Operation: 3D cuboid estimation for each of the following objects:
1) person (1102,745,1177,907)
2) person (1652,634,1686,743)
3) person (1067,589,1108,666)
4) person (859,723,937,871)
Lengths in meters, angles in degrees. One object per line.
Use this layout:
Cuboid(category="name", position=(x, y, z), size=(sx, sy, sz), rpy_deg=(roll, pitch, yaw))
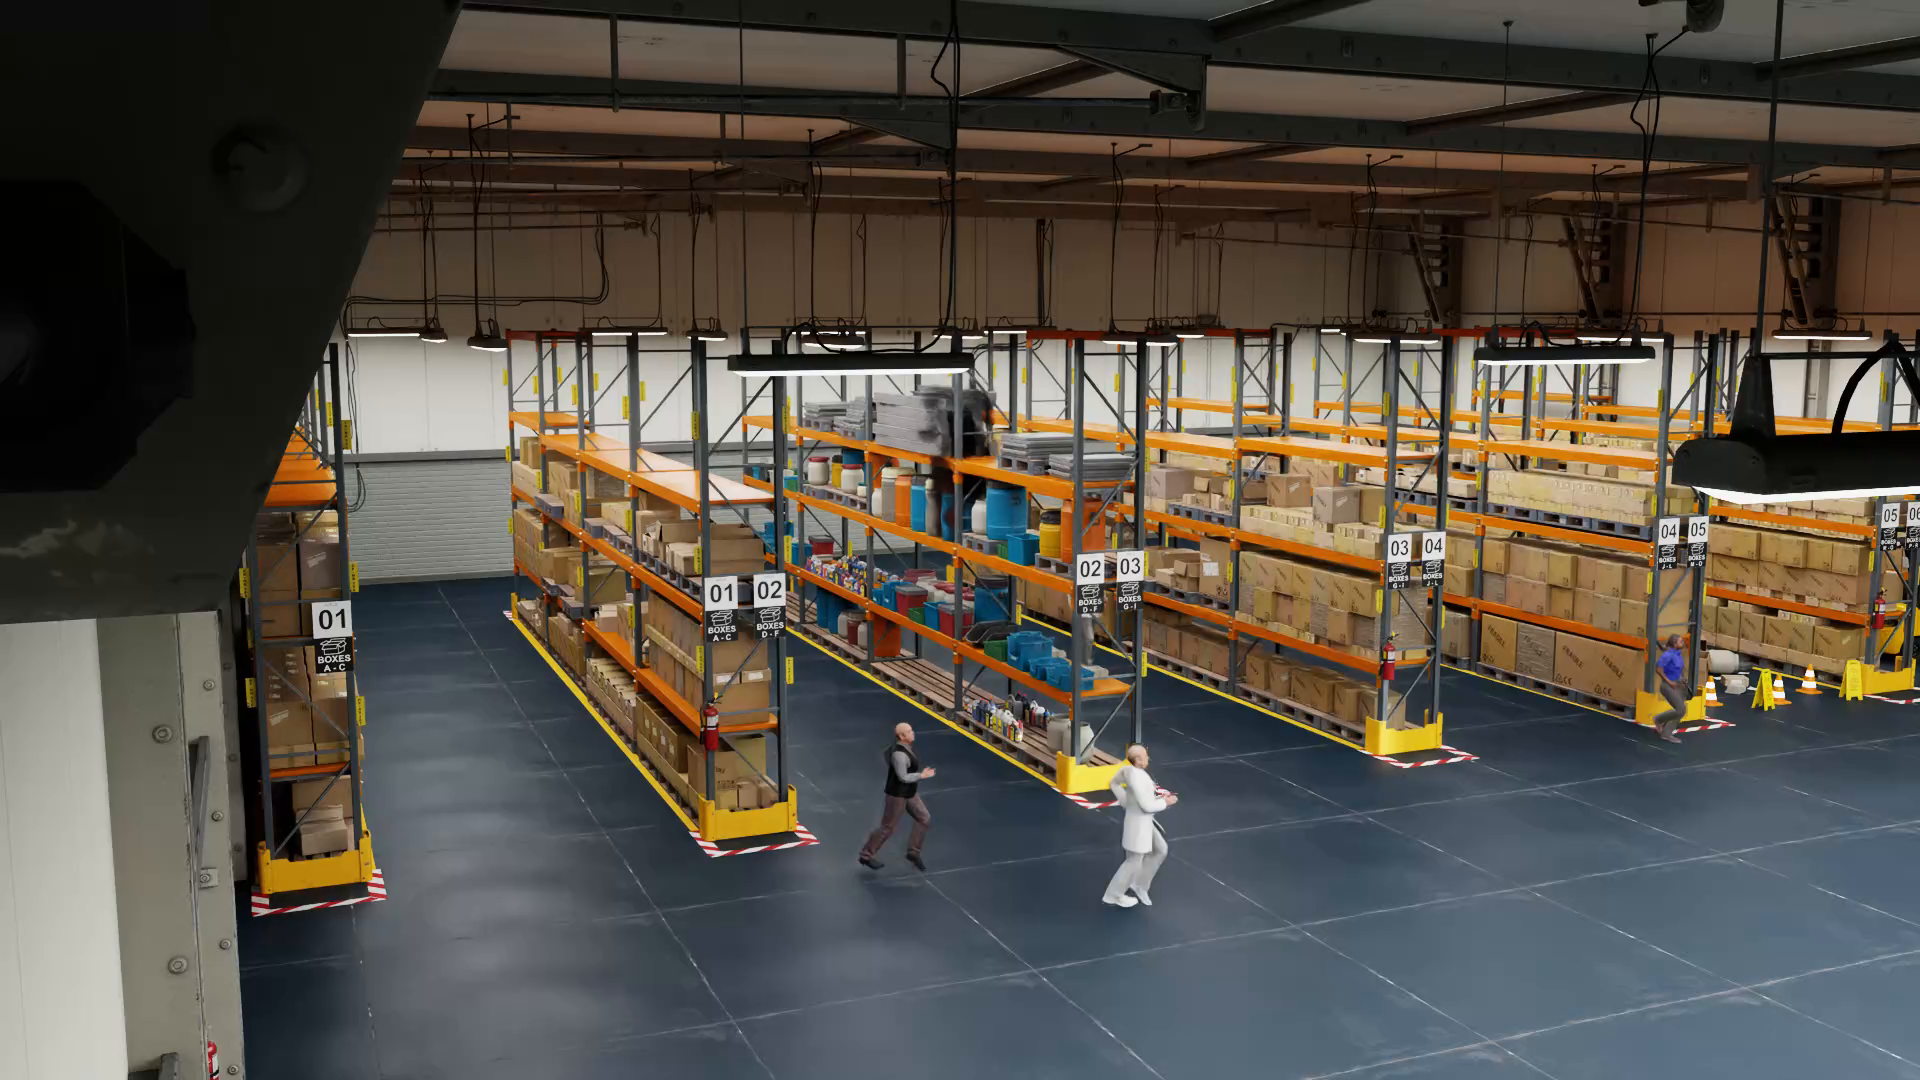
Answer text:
Cuboid(category="person", position=(1.914, 3.063, 17.700), size=(0.782, 1.807, 0.674), rpy_deg=(0, 8, 3))
Cuboid(category="person", position=(10.576, 2.198, 24.671), size=(0.607, 1.623, 0.506), rpy_deg=(-8, 11, -44))
Cuboid(category="person", position=(2.216, 1.353, 28.274), size=(0.621, 1.894, 0.805), rpy_deg=(-5, 9, -34))
Cuboid(category="person", position=(-0.692, 2.928, 18.890), size=(0.888, 1.762, 0.662), rpy_deg=(1, 8, 8))
